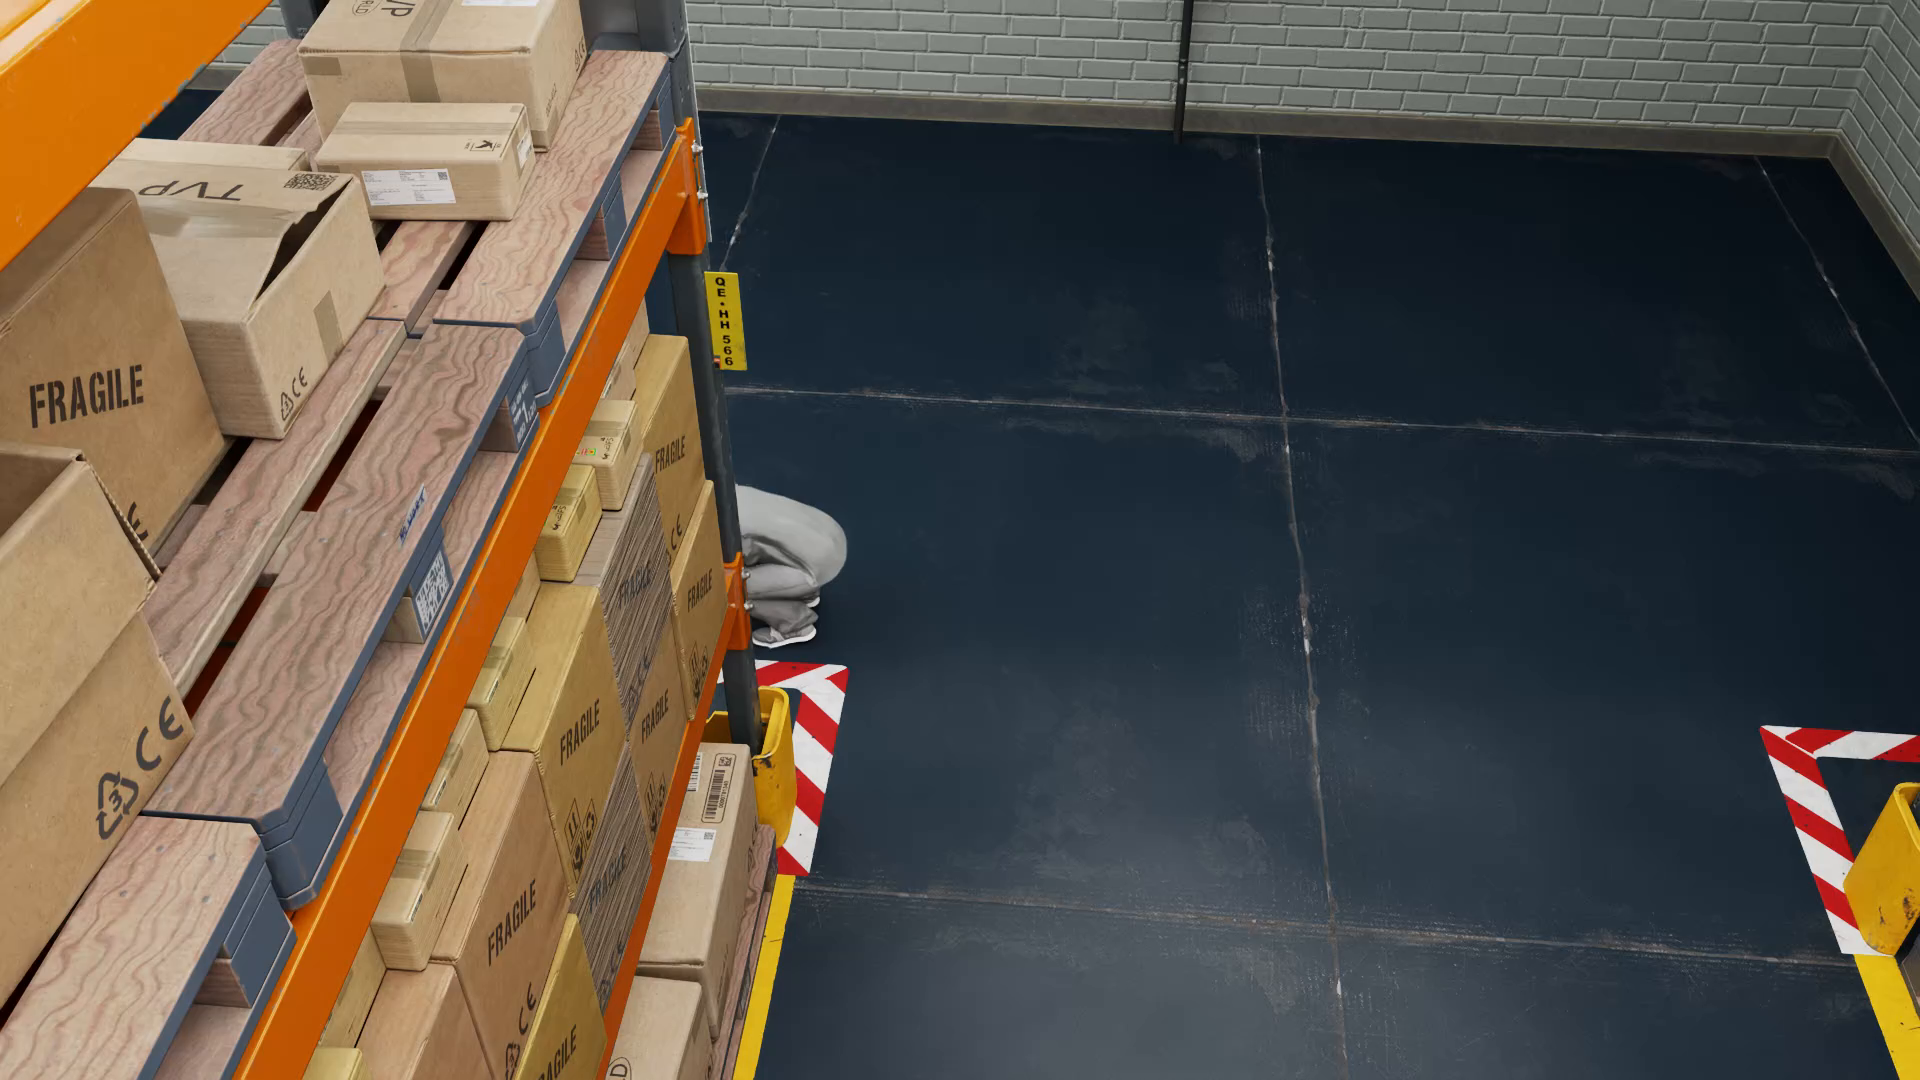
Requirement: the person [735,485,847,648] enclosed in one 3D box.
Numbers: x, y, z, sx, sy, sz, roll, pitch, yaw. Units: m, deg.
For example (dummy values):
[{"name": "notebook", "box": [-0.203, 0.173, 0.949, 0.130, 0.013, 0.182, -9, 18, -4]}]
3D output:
[{"name": "person", "box": [-0.864, 0.071, 6.748, 0.815, 0.768, 0.436, -1, 41, -1]}]
